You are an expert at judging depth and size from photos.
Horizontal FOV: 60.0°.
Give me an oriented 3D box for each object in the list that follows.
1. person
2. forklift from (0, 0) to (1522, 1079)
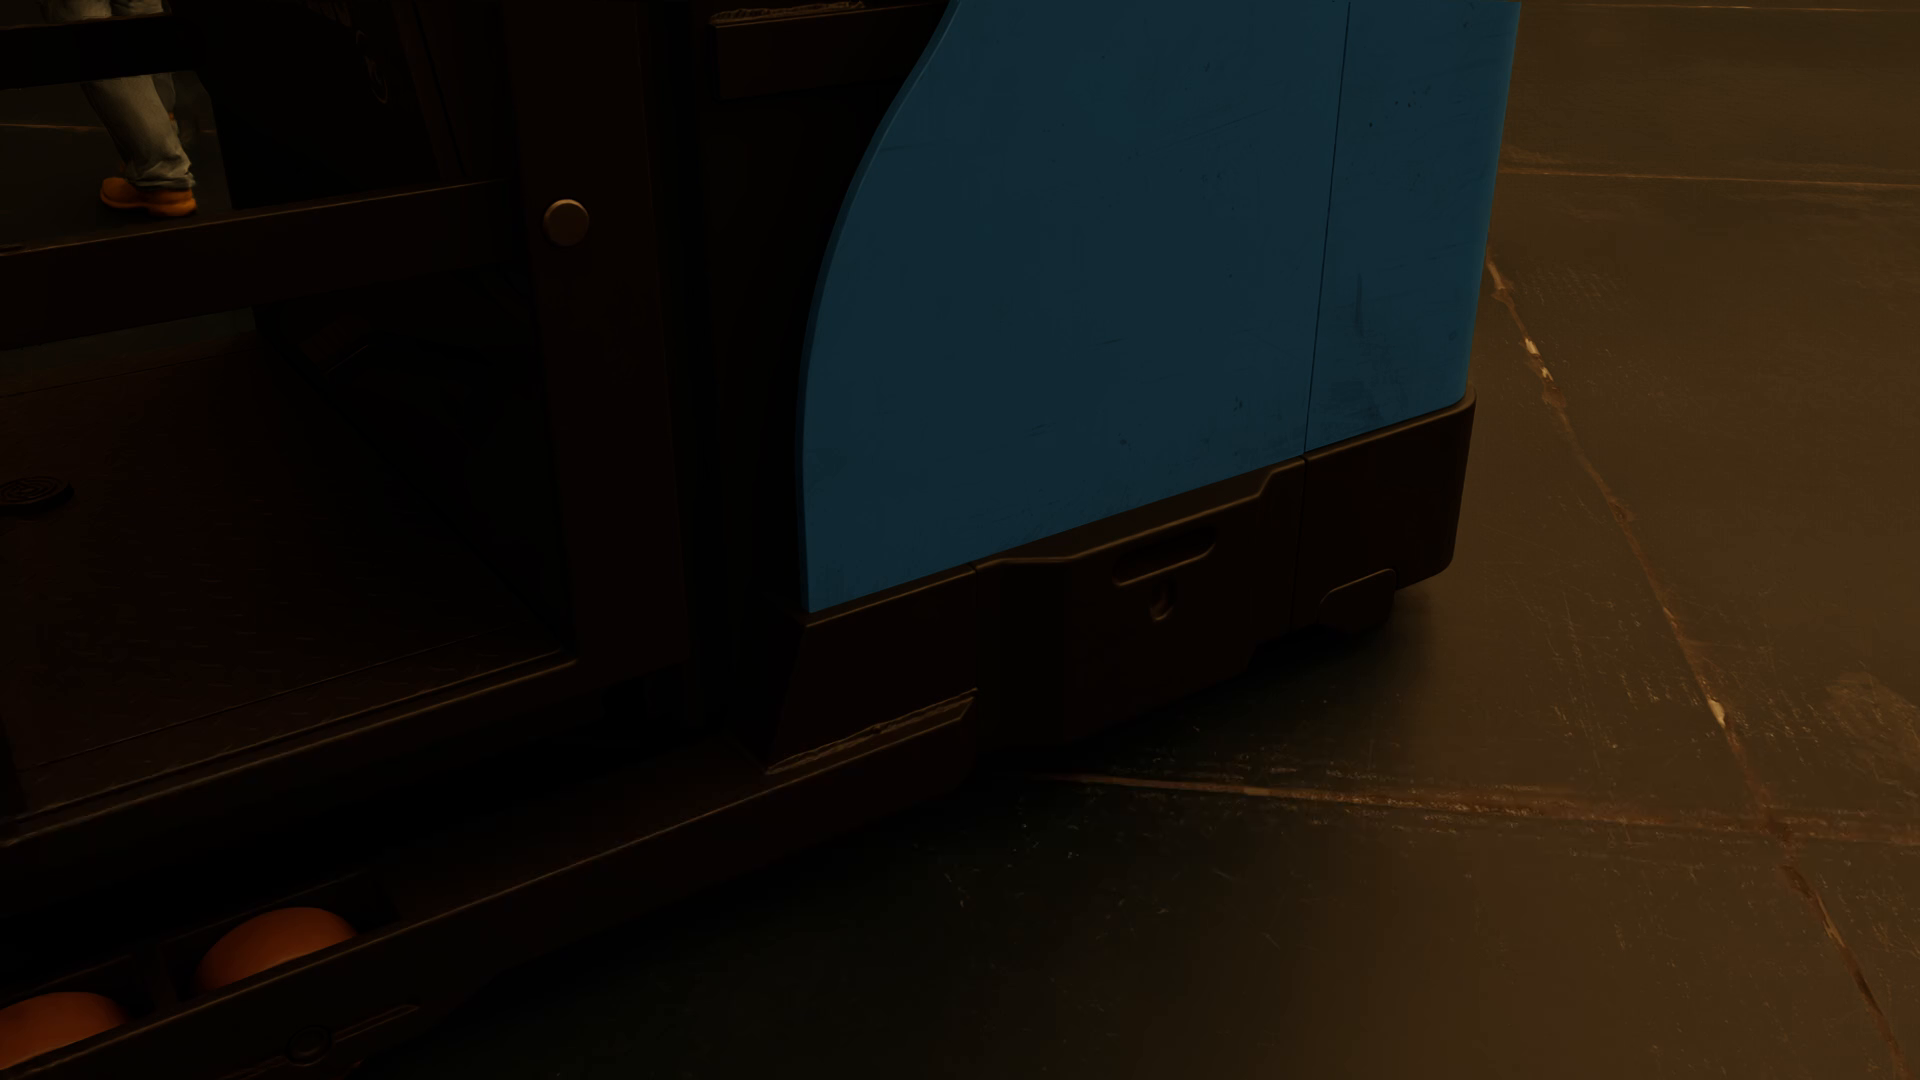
[{"bbox_3d":[-2.105,-1.667,3.939,0.658,1.780,1.048,17,31,31],"label":"person"},{"bbox_3d":[-0.815,-1.029,1.279,3.031,2.935,1.130,-17,31,-31],"label":"forklift"}]
